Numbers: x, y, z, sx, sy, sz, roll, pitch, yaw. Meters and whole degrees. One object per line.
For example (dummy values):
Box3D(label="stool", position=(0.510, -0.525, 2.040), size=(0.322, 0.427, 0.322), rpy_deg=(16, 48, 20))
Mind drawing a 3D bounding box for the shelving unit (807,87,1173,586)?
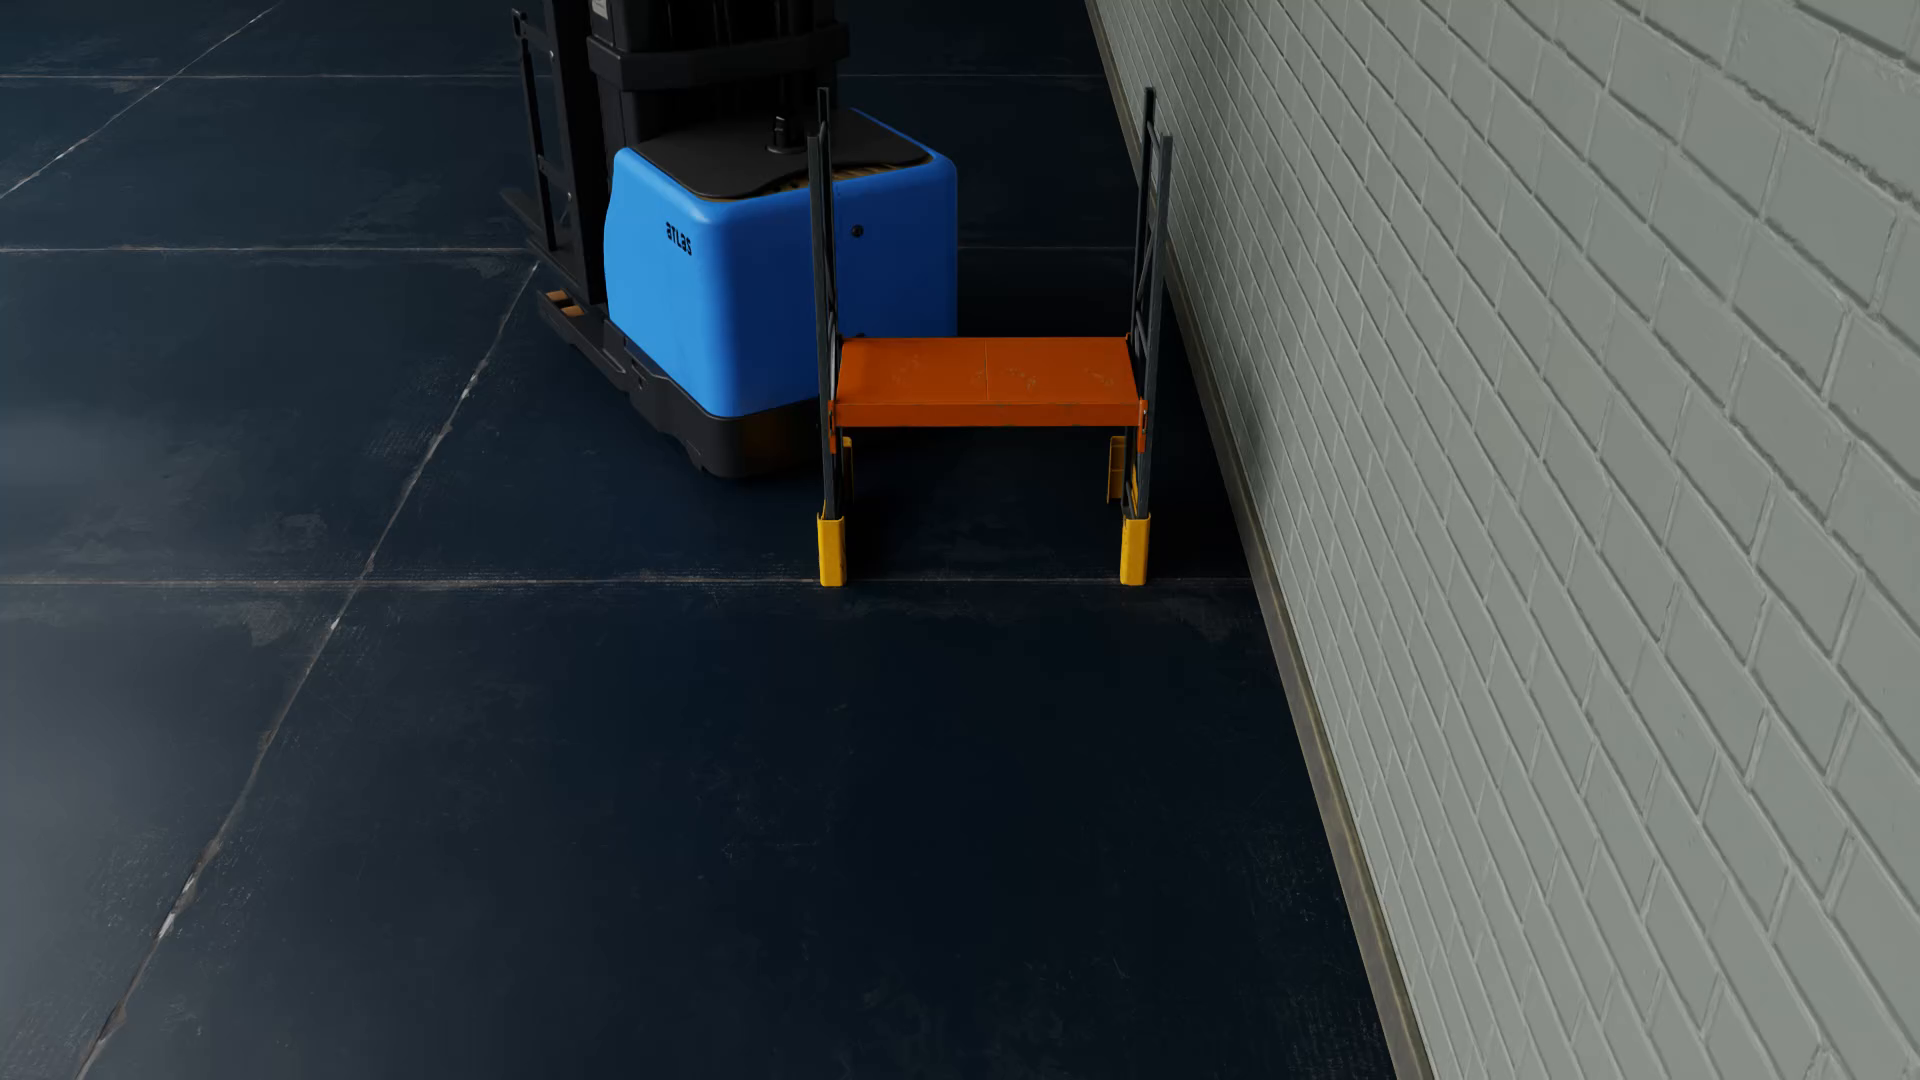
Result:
Box3D(label="shelving unit", position=(0.076, -0.641, 5.361), size=(1.083, 1.500, 0.587), rpy_deg=(0, 31, 0))

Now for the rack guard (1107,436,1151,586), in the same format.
Box3D(label="rack guard", position=(0.574, -0.109, 5.688), size=(0.087, 0.250, 0.587), rpy_deg=(0, 31, 0))

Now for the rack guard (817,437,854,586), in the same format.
Box3D(label="rack guard", position=(-0.422, -0.106, 5.683), size=(0.087, 0.250, 0.587), rpy_deg=(0, 31, 0))

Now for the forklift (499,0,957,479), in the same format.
Box3D(label="forklift", position=(-1.187, -2.203, 6.555), size=(1.130, 2.935, 3.031), rpy_deg=(-17, 35, -26))

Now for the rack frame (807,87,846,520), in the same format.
Box3D(label="rack frame", position=(-0.423, -0.640, 5.359), size=(0.032, 1.500, 0.500), rpy_deg=(0, 31, 0))

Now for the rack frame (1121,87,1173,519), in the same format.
Box3D(label="rack frame", position=(0.594, -0.643, 5.364), size=(0.032, 1.500, 0.500), rpy_deg=(0, 31, 0))

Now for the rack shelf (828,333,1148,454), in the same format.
Box3D(label="rack shelf", position=(0.085, -0.488, 5.455), size=(1.000, 0.185, 0.538), rpy_deg=(0, 31, 0))
